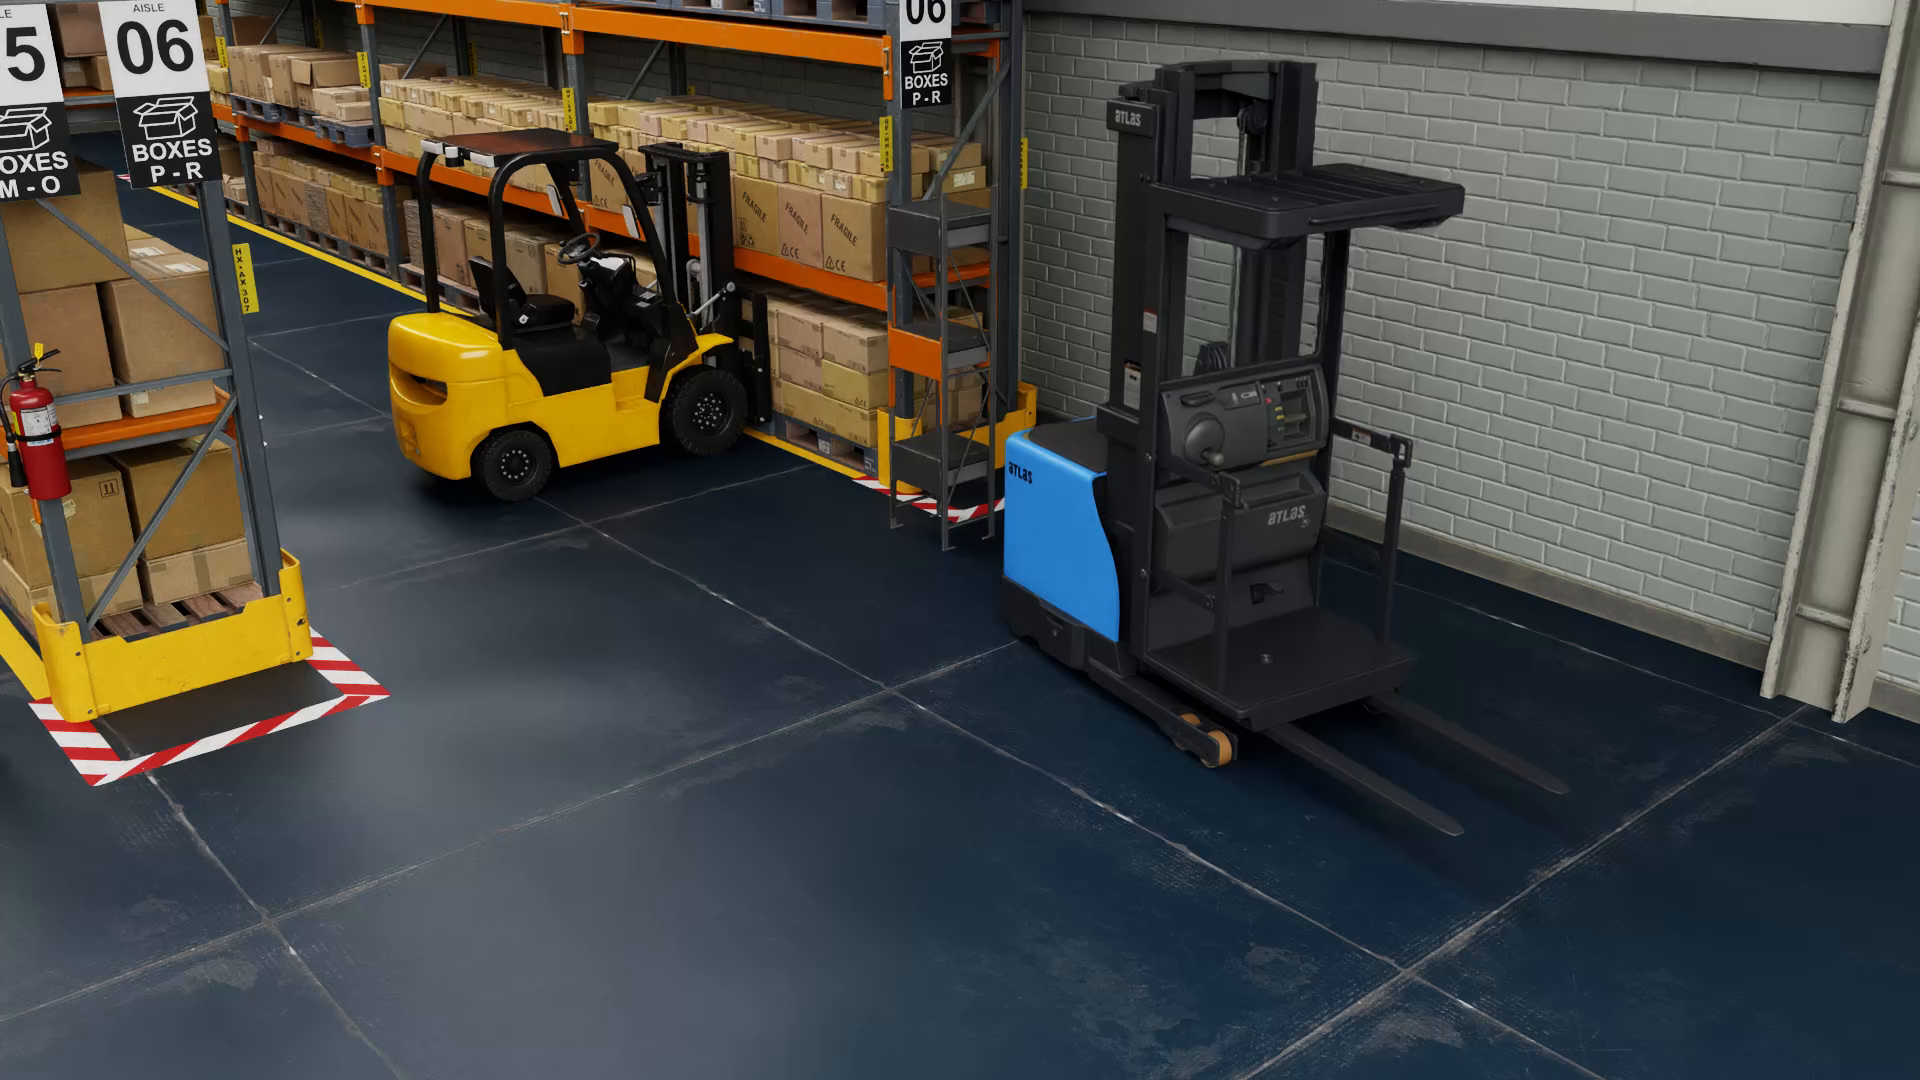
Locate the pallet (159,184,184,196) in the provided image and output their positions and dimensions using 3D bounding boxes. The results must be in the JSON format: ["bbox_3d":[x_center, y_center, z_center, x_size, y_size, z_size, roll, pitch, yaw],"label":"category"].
[{"bbox_3d":[-9.898,-4.759,21.845,1.003,0.211,1.213,-17,27,-37],"label":"pallet"}]

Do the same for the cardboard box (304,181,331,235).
[{"bbox_3d":[-6.701,-3.609,17.938,0.500,0.500,0.500,-19,28,-39],"label":"cardboard box"}]

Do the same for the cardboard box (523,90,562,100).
[{"bbox_3d":[-3.662,-3.912,14.833,0.380,0.149,0.250,-17,27,-37],"label":"cardboard box"}]

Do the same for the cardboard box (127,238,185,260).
[{"bbox_3d":[-4.222,-1.220,8.440,0.500,0.500,0.500,-16,27,-36],"label":"cardboard box"}]

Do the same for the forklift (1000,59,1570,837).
[{"bbox_3d":[1.411,-0.544,7.355,1.130,2.935,3.031,-13,25,-29],"label":"forklift"}]

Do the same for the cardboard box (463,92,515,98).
[{"bbox_3d":[-4.168,-3.876,14.740,0.380,0.149,0.250,-17,27,-37],"label":"cardboard box"}]

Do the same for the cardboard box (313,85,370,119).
[{"bbox_3d":[-6.180,-4.428,16.807,0.500,0.250,0.500,-19,28,-40],"label":"cardboard box"}]

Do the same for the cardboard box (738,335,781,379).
[{"bbox_3d":[-1.251,-1.365,11.864,0.500,0.250,0.500,-18,28,-39],"label":"cardboard box"}]

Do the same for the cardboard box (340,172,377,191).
[{"bbox_3d":[-6.239,-3.733,17.364,0.380,0.149,0.250,-16,27,-36],"label":"cardboard box"}]

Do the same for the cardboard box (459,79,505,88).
[{"bbox_3d":[-4.502,-4.263,15.729,0.380,0.149,0.250,-17,27,-37],"label":"cardboard box"}]

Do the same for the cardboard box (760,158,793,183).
[{"bbox_3d":[-1.138,-2.539,11.327,0.380,0.149,0.250,-19,28,-39],"label":"cardboard box"}]

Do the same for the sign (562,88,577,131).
[{"bbox_3d":[-3.040,-3.353,12.954,0.100,0.325,0.005,-17,27,-37],"label":"sign"}]

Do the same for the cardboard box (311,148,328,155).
[{"bbox_3d":[-7.223,-4.422,19.125,0.380,0.149,0.250,-17,27,-37],"label":"cardboard box"}]

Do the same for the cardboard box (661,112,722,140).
[{"bbox_3d":[-1.959,-3.032,12.177,0.380,0.149,0.250,-18,28,-38],"label":"cardboard box"}]

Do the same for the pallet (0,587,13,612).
[{"bbox_3d":[-5.128,0.012,9.663,1.003,0.211,1.213,-17,27,-37],"label":"pallet"}]

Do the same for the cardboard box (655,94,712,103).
[{"bbox_3d":[-2.198,-3.454,13.255,0.380,0.149,0.250,-17,27,-37],"label":"cardboard box"}]

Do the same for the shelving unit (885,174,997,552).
[{"bbox_3d":[-0.108,-1.023,9.718,0.431,2.100,0.503,-17,27,-37],"label":"shelving unit"}]

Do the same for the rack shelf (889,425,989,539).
[{"bbox_3d":[-0.108,-0.359,9.978,0.431,0.518,0.480,-17,27,-37],"label":"rack shelf"}]

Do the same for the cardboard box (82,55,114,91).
[{"bbox_3d":[-3.753,-2.144,7.576,0.380,0.149,0.250,-17,27,-37],"label":"cardboard box"}]

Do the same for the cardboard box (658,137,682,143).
[{"bbox_3d":[-1.990,-2.886,12.212,0.380,0.149,0.250,-18,28,-38],"label":"cardboard box"}]

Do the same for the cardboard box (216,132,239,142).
[{"bbox_3d":[-9.612,-4.893,21.216,0.700,0.500,0.500,-16,27,-35],"label":"cardboard box"}]

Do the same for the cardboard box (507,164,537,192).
[{"bbox_3d":[-3.495,-3.128,14.062,0.500,0.250,0.500,-18,27,-38],"label":"cardboard box"}]

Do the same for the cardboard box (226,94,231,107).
[{"bbox_3d":[-8.257,-5.104,19.248,0.380,0.149,0.250,-17,27,-37],"label":"cardboard box"}]

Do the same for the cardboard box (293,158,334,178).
[{"bbox_3d":[-7.085,-4.088,18.270,0.380,0.149,0.250,-18,27,-38],"label":"cardboard box"}]

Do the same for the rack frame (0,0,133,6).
[{"bbox_3d":[-3.782,-3.489,6.552,1.000,3.000,0.127,-17,27,-37],"label":"rack frame"}]

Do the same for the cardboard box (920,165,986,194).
[{"bbox_3d":[-0.049,-2.382,10.926,0.380,0.149,0.250,-18,28,-39],"label":"cardboard box"}]

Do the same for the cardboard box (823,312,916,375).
[{"bbox_3d":[-0.561,-1.312,11.043,0.500,0.250,0.500,-16,27,-36],"label":"cardboard box"}]

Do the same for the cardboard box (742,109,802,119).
[{"bbox_3d":[-1.387,-3.092,12.332,0.380,0.149,0.250,-18,28,-38],"label":"cardboard box"}]

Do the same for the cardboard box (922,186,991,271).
[{"bbox_3d":[-0.137,-2.127,11.166,0.500,0.500,0.500,-16,27,-36],"label":"cardboard box"}]

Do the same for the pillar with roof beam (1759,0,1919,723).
[{"bbox_3d":[0.859,-2.396,3.762,9.100,9.000,0.400,-17,27,-37],"label":"pillar with roof beam"}]

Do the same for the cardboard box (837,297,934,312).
[{"bbox_3d":[-0.524,-1.574,11.712,0.500,0.250,0.500,-17,27,-37],"label":"cardboard box"}]

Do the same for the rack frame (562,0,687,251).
[{"bbox_3d":[-2.635,-2.983,13.487,1.000,3.000,0.127,-17,27,-37],"label":"rack frame"}]

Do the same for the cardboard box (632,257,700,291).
[{"bbox_3d":[-2.231,-2.012,12.831,0.500,0.250,0.500,-17,27,-37],"label":"cardboard box"}]

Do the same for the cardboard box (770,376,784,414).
[{"bbox_3d":[-1.207,-1.128,11.945,0.500,0.250,0.500,-17,27,-37],"label":"cardboard box"}]

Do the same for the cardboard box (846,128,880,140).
[{"bbox_3d":[-0.560,-2.730,11.408,0.380,0.149,0.250,-17,27,-37],"label":"cardboard box"}]

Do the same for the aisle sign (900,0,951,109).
[{"bbox_3d":[-0.204,-3.000,9.967,0.394,0.787,0.004,-17,27,-37],"label":"aisle sign"}]

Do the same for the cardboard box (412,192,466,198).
[{"bbox_3d":[-5.309,-3.303,17.156,0.500,0.500,0.500,-16,27,-36],"label":"cardboard box"}]

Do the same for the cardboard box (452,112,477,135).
[{"bbox_3d":[-4.135,-3.648,14.704,0.500,0.250,0.500,-17,27,-37],"label":"cardboard box"}]

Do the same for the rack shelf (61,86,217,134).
[{"bbox_3d":[-5.088,-2.310,8.641,1.077,0.370,4.000,-17,27,-37],"label":"rack shelf"}]

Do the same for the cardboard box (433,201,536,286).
[{"bbox_3d":[-4.417,-2.824,15.761,0.875,0.625,0.625,-16,27,-36],"label":"cardboard box"}]

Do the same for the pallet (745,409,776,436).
[{"bbox_3d":[-1.347,-1.118,12.548,1.003,0.211,1.213,-17,27,-37],"label":"pallet"}]

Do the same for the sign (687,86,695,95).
[{"bbox_3d":[-2.216,-3.556,13.653,0.100,0.325,0.005,-17,27,-37],"label":"sign"}]

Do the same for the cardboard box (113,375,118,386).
[{"bbox_3d":[-4.023,-0.788,8.227,0.380,0.149,0.250,-17,27,-37],"label":"cardboard box"}]

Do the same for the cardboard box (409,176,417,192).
[{"bbox_3d":[-5.504,-3.720,17.331,0.380,0.149,0.250,-16,27,-36],"label":"cardboard box"}]

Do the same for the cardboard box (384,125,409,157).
[{"bbox_3d":[-5.142,-3.838,15.875,0.500,0.250,0.500,-17,27,-37],"label":"cardboard box"}]

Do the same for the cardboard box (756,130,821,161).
[{"bbox_3d":[-1.154,-2.672,11.260,0.380,0.149,0.250,-17,27,-36],"label":"cardboard box"}]

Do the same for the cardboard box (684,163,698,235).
[{"bbox_3d":[-1.860,-2.565,12.283,0.500,0.500,0.500,-18,28,-38],"label":"cardboard box"}]

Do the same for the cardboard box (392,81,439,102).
[{"bbox_3d":[-5.086,-4.205,15.581,0.380,0.149,0.250,-17,27,-36],"label":"cardboard box"}]

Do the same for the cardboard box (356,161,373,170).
[{"bbox_3d":[-6.379,-4.069,18.223,0.380,0.149,0.250,-19,28,-39],"label":"cardboard box"}]

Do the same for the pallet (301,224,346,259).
[{"bbox_3d":[-6.497,-3.342,18.227,1.003,0.211,1.213,-17,27,-37],"label":"pallet"}]

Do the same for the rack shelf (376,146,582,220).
[{"bbox_3d":[-3.941,-3.201,15.029,1.077,0.370,4.000,-17,27,-37],"label":"rack shelf"}]

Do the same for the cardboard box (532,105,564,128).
[{"bbox_3d":[-3.328,-3.520,13.832,0.380,0.149,0.250,-17,27,-37],"label":"cardboard box"}]

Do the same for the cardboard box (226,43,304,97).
[{"bbox_3d":[-7.711,-5.249,18.558,0.700,0.500,0.500,-17,27,-36],"label":"cardboard box"}]

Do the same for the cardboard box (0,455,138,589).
[{"bbox_3d":[-4.503,-0.119,8.341,0.500,0.500,0.500,-17,27,-37],"label":"cardboard box"}]
